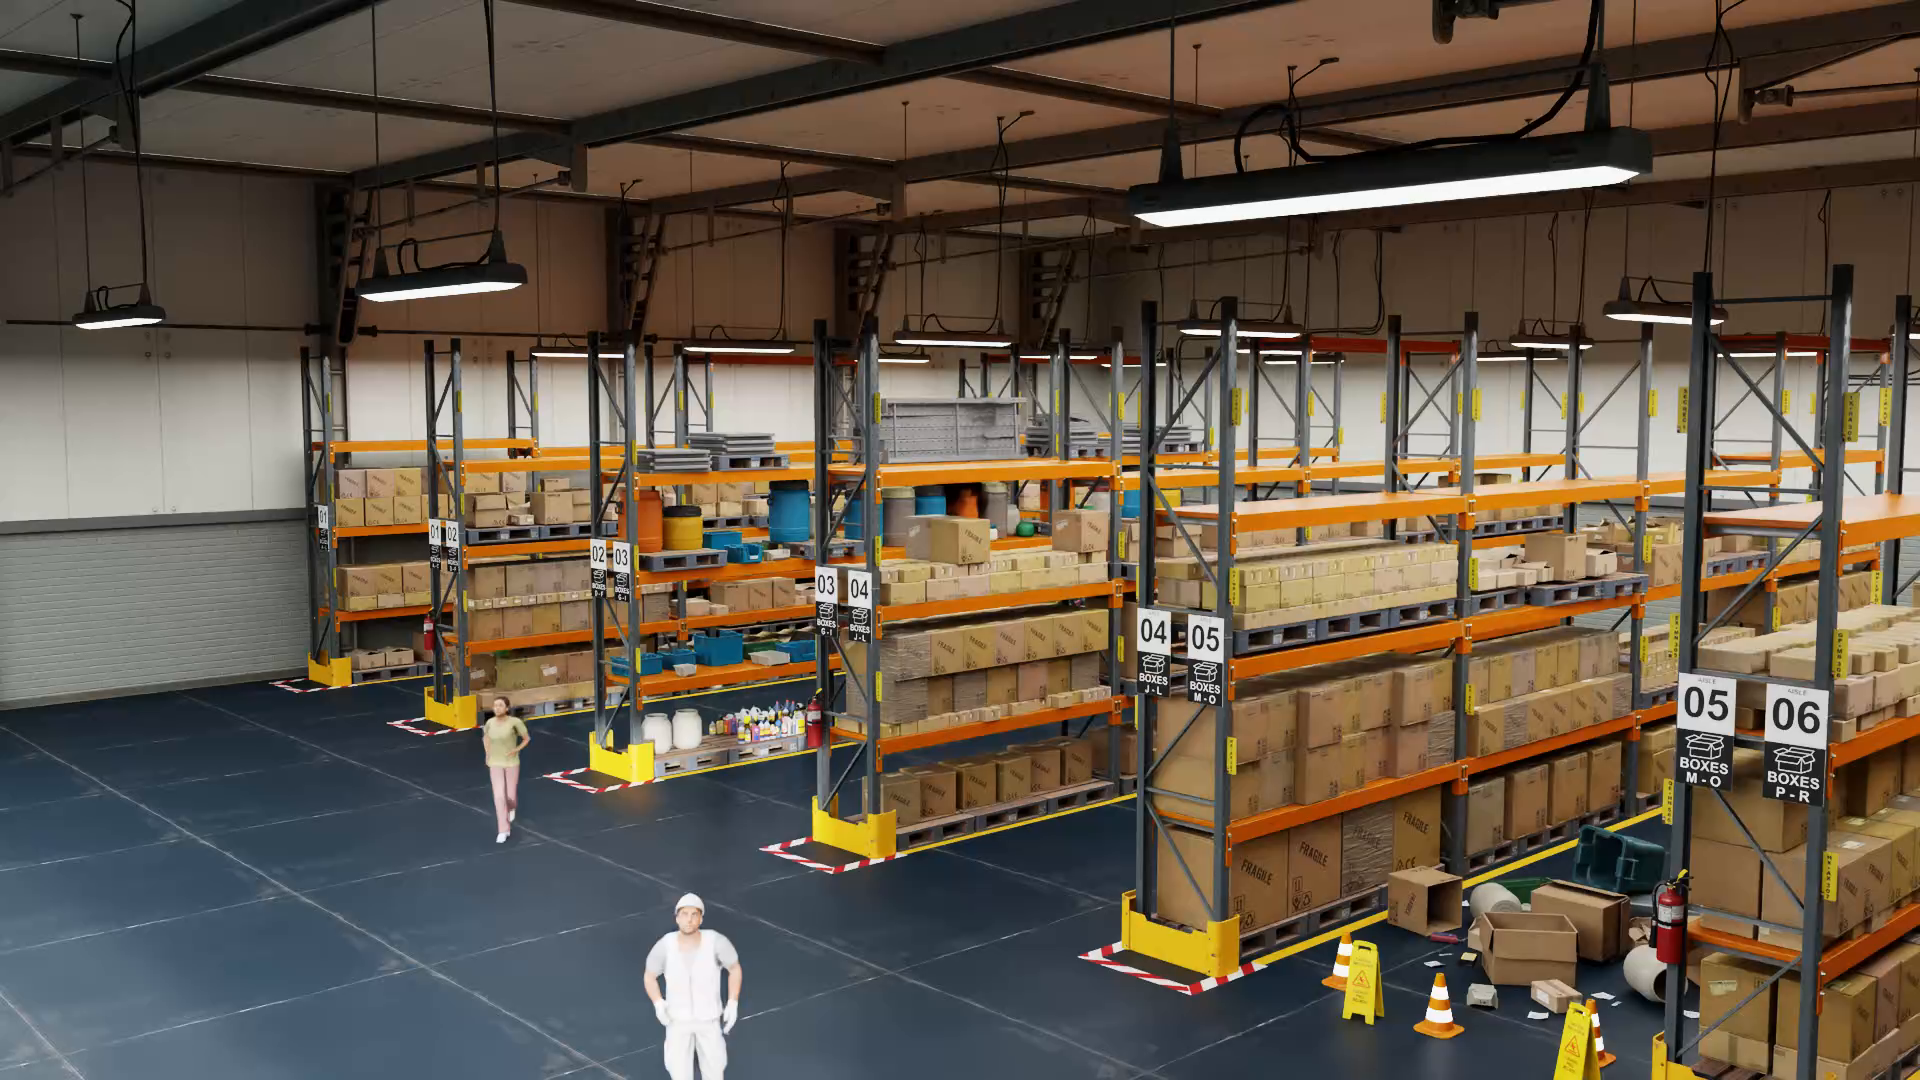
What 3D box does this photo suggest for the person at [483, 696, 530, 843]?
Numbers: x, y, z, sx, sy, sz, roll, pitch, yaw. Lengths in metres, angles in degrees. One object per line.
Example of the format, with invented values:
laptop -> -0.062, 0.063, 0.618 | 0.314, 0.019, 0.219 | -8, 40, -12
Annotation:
person -> -5.315, 2.639, 19.464 | 0.573, 1.664, 0.785 | 0, 5, -3

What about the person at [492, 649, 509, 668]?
person -> -7.919, 1.760, 28.645 | 0.628, 1.753, 0.632 | 3, 6, 29

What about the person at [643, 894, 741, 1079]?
person -> -1.858, 3.298, 11.562 | 0.676, 1.725, 0.675 | -1, 5, -10
